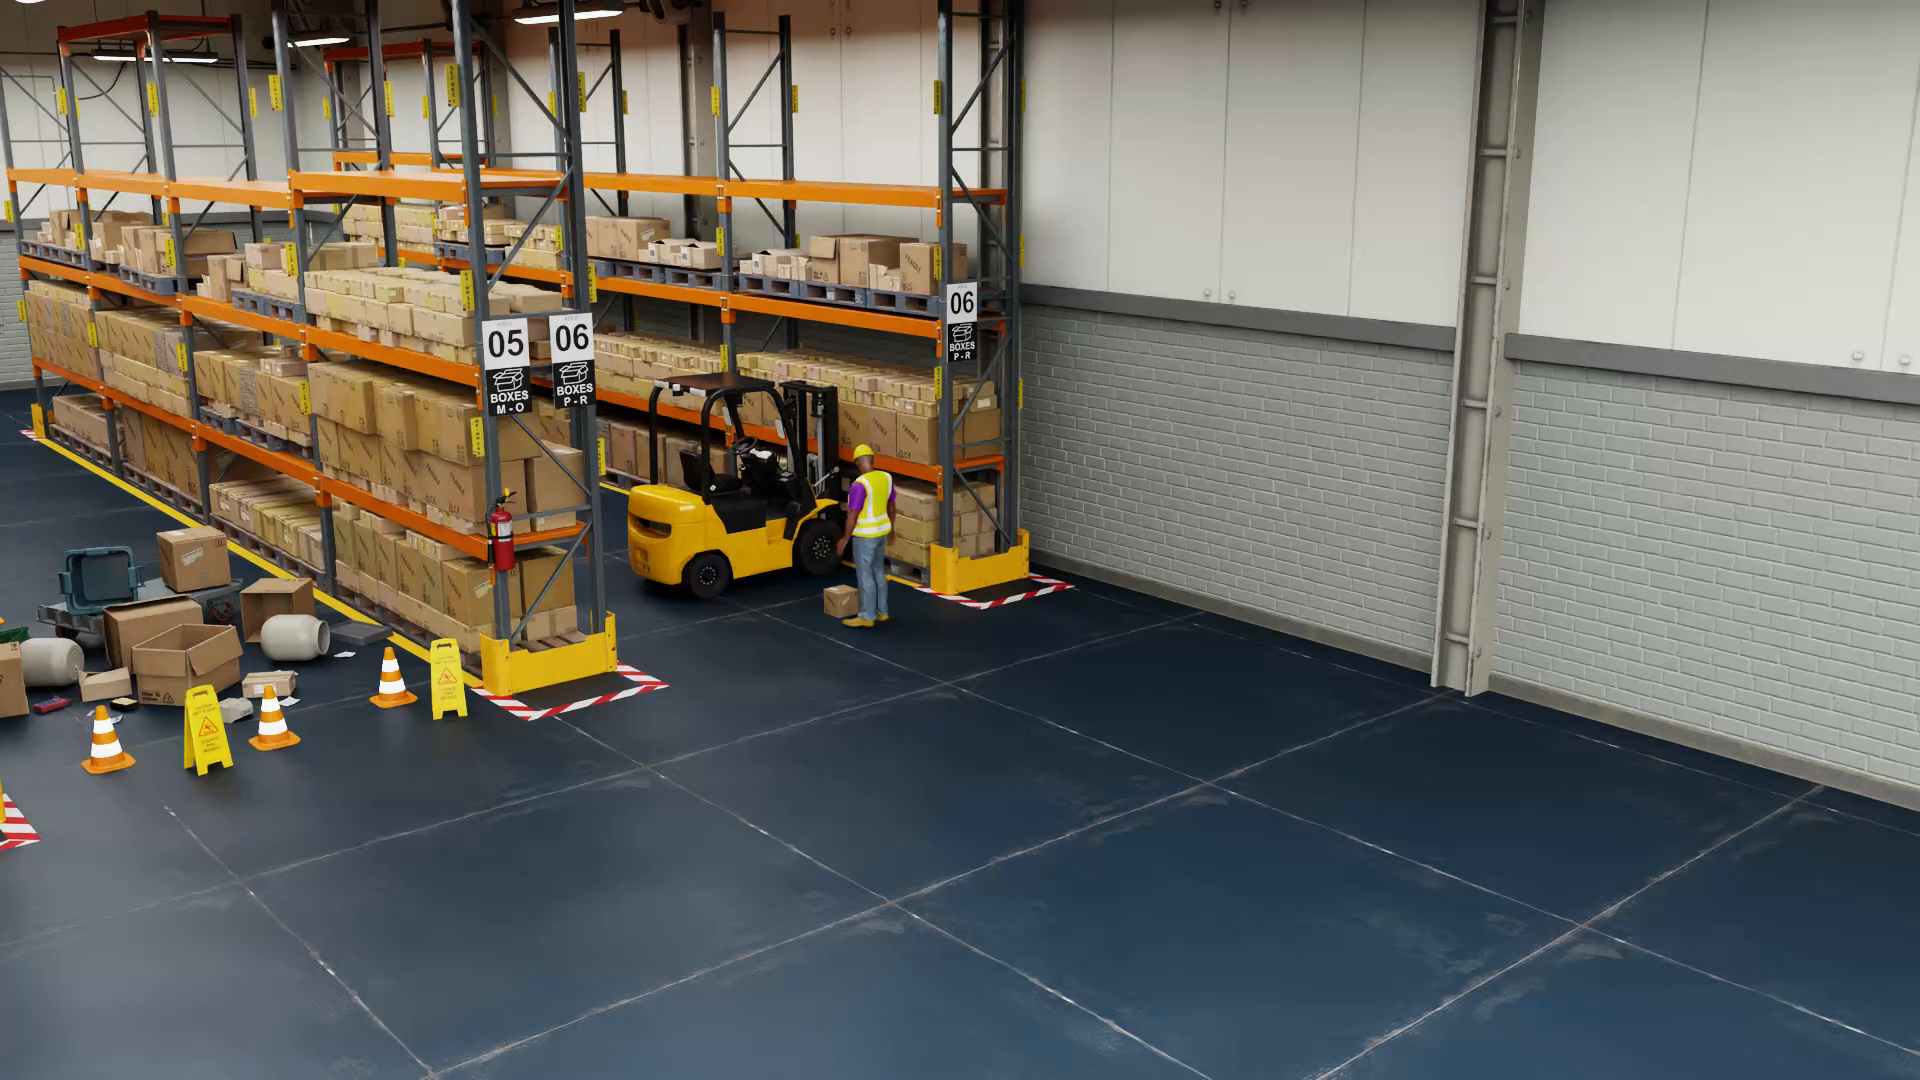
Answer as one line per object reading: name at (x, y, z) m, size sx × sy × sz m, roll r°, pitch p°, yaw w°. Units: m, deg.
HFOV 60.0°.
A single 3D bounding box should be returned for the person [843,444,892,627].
person at (-0.879, -0.028, 16.082) m, size 0.368 × 1.798 × 0.486 m, roll 8°, pitch 16°, yaw 30°
